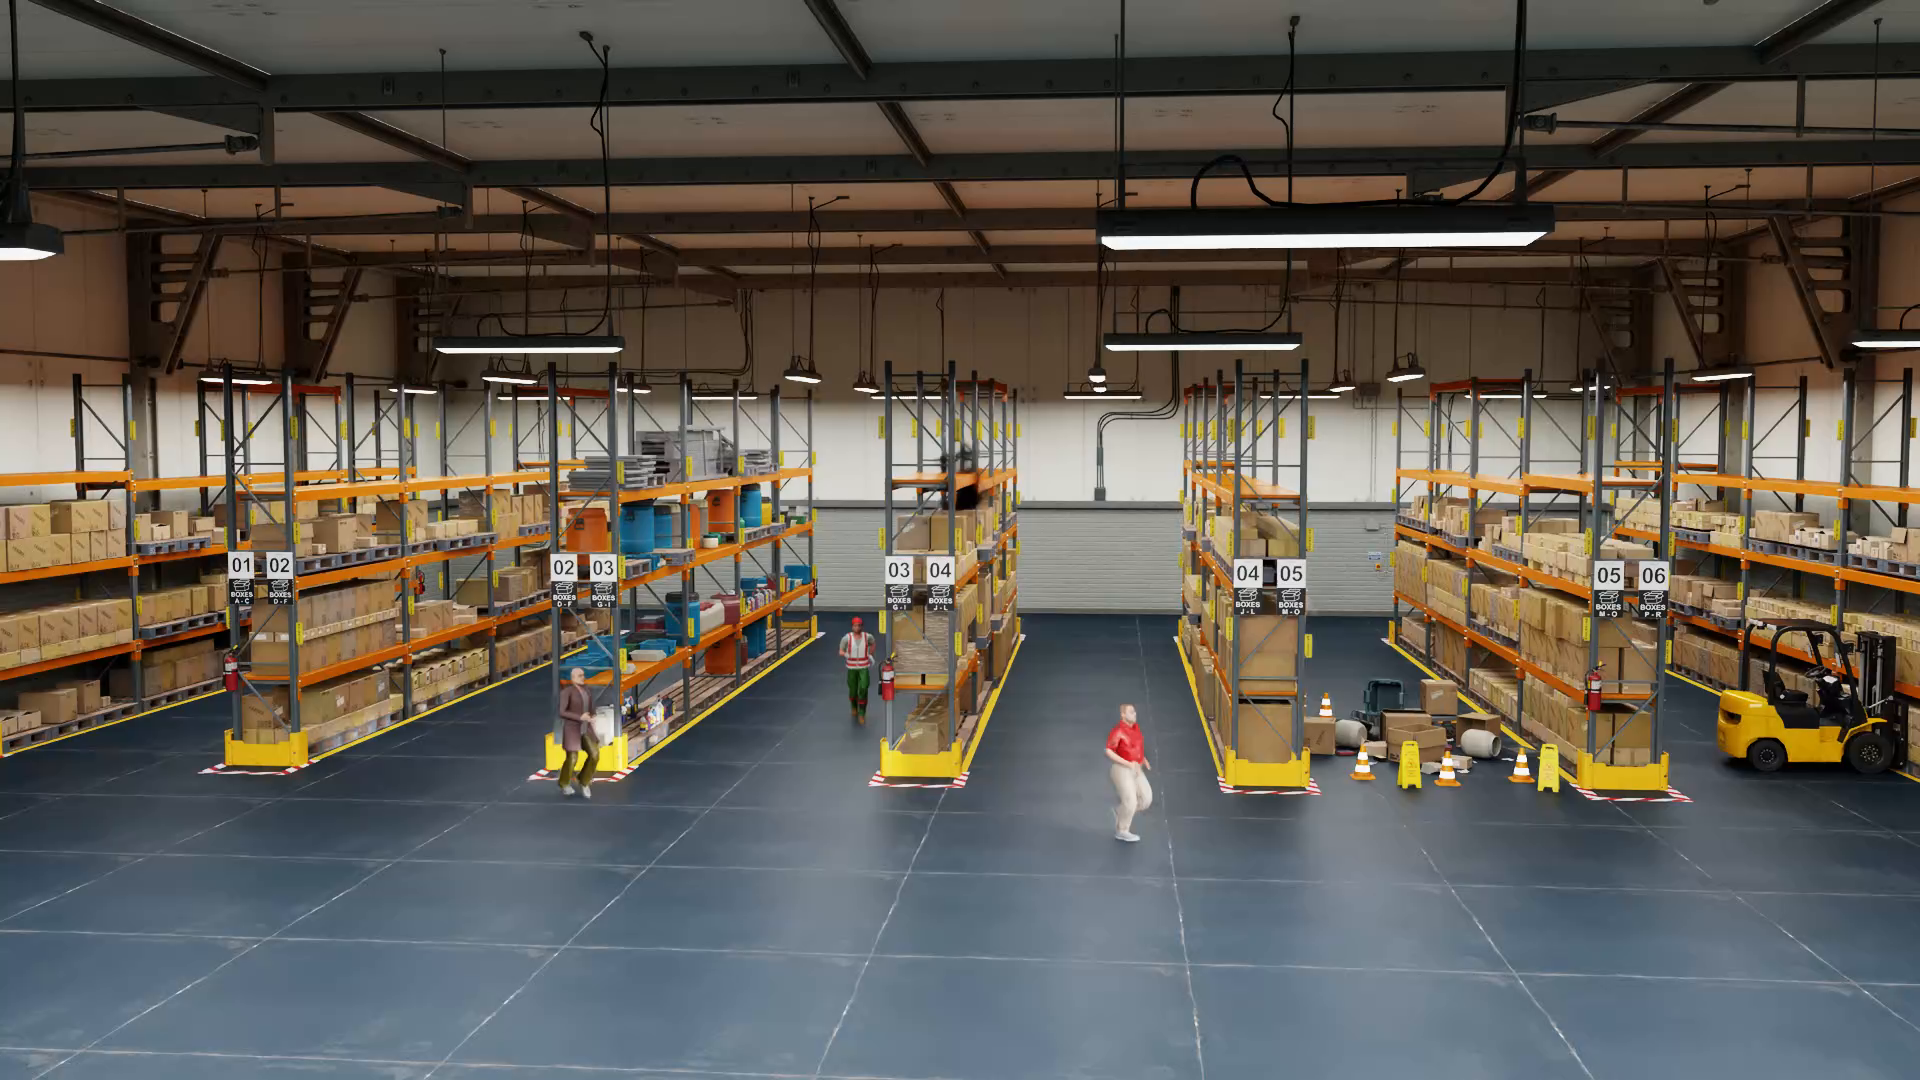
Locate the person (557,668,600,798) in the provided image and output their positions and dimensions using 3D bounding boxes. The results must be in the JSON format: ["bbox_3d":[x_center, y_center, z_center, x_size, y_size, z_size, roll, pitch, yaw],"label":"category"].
[{"bbox_3d":[-5.174,2.651,22.674,0.772,1.833,0.733,3,5,38],"label":"person"}]

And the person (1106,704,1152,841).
[{"bbox_3d":[2.055,2.826,20.262,0.596,1.679,0.640,3,5,42],"label":"person"}]

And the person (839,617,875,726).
[{"bbox_3d":[-1.771,2.224,28.619,0.613,1.823,0.894,0,4,-2],"label":"person"}]
